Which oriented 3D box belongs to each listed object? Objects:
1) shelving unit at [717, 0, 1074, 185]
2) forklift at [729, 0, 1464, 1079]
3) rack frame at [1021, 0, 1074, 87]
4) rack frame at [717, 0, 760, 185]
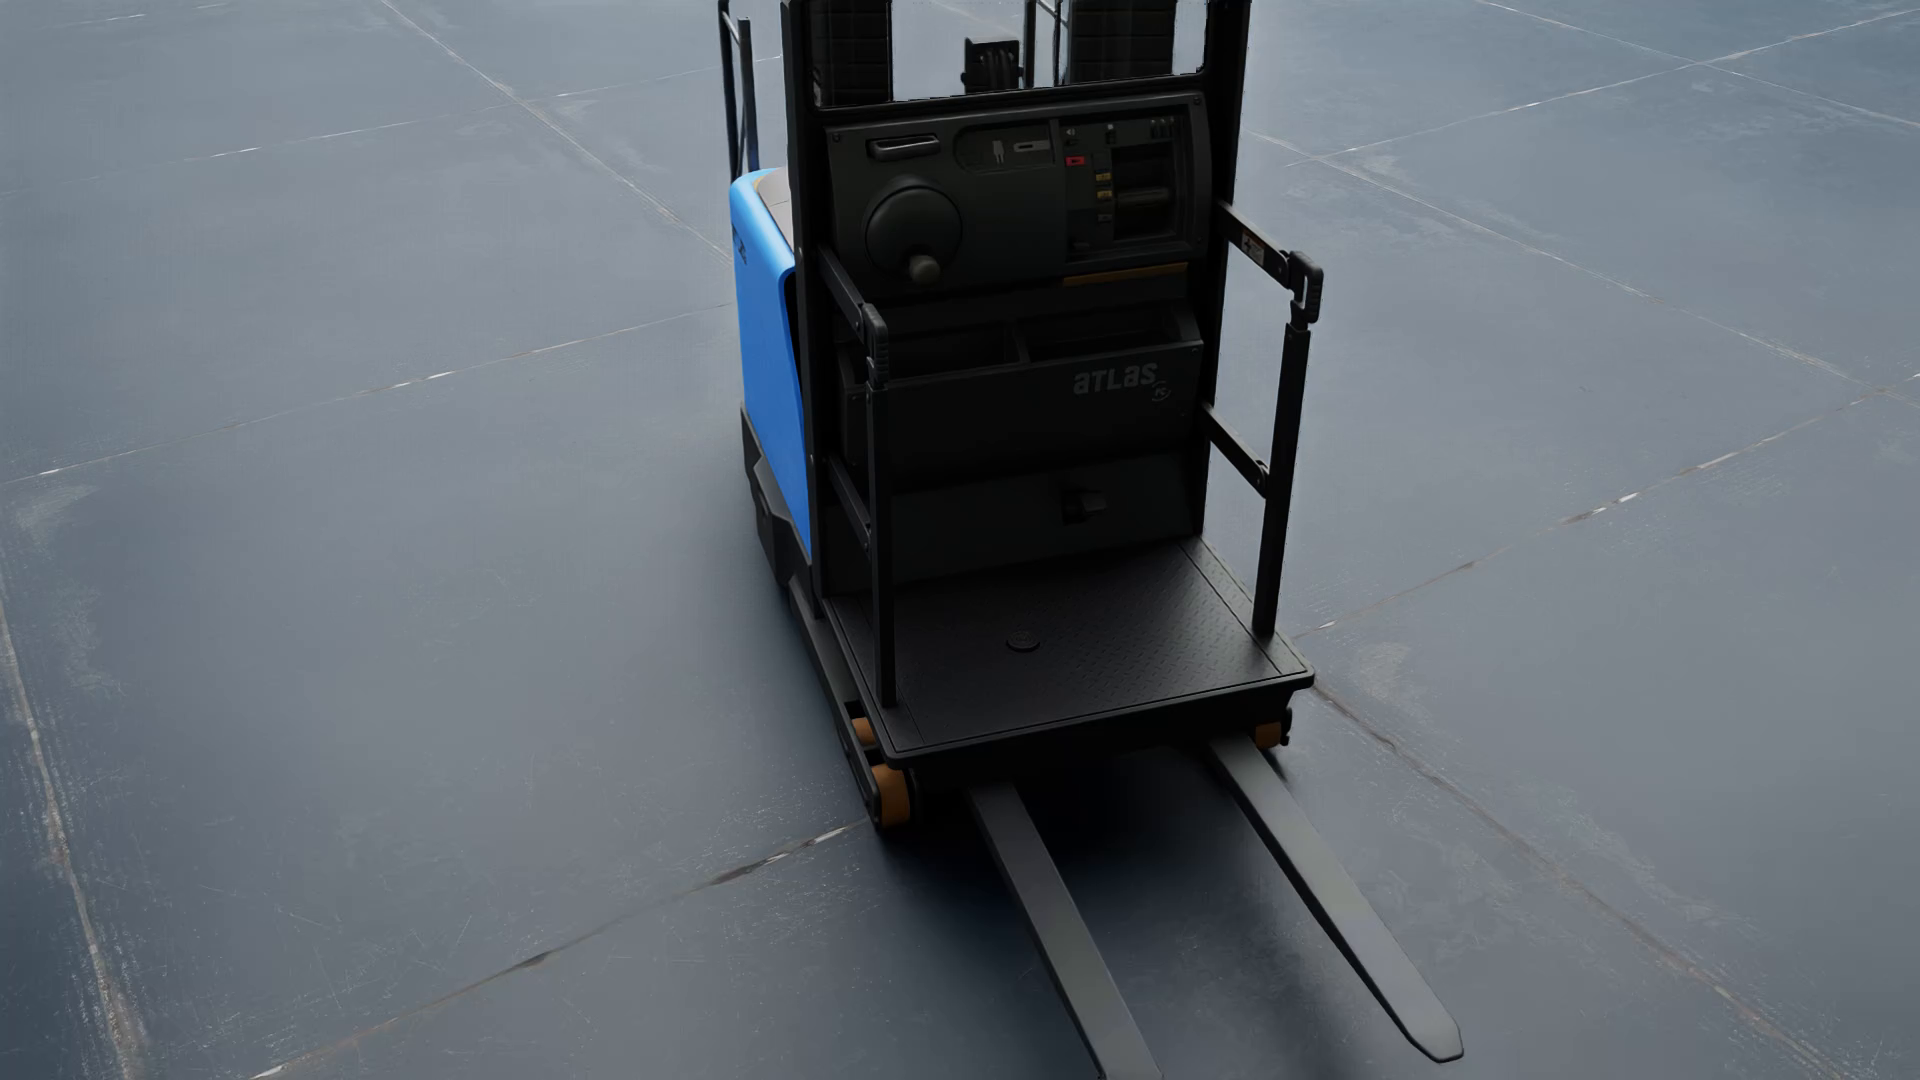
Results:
[{"bbox_3d":[-0.201,-1.078,5.554,1.048,1.500,0.538,-8,33,-13],"label":"shelving unit"},{"bbox_3d":[0.216,-0.765,3.716,1.130,2.935,3.031,-9,33,-15],"label":"forklift"},{"bbox_3d":[0.290,-1.149,5.666,0.032,1.500,0.500,-8,33,-13],"label":"rack frame"},{"bbox_3d":[-0.692,-1.007,5.441,0.032,1.500,0.500,-8,33,-13],"label":"rack frame"}]
